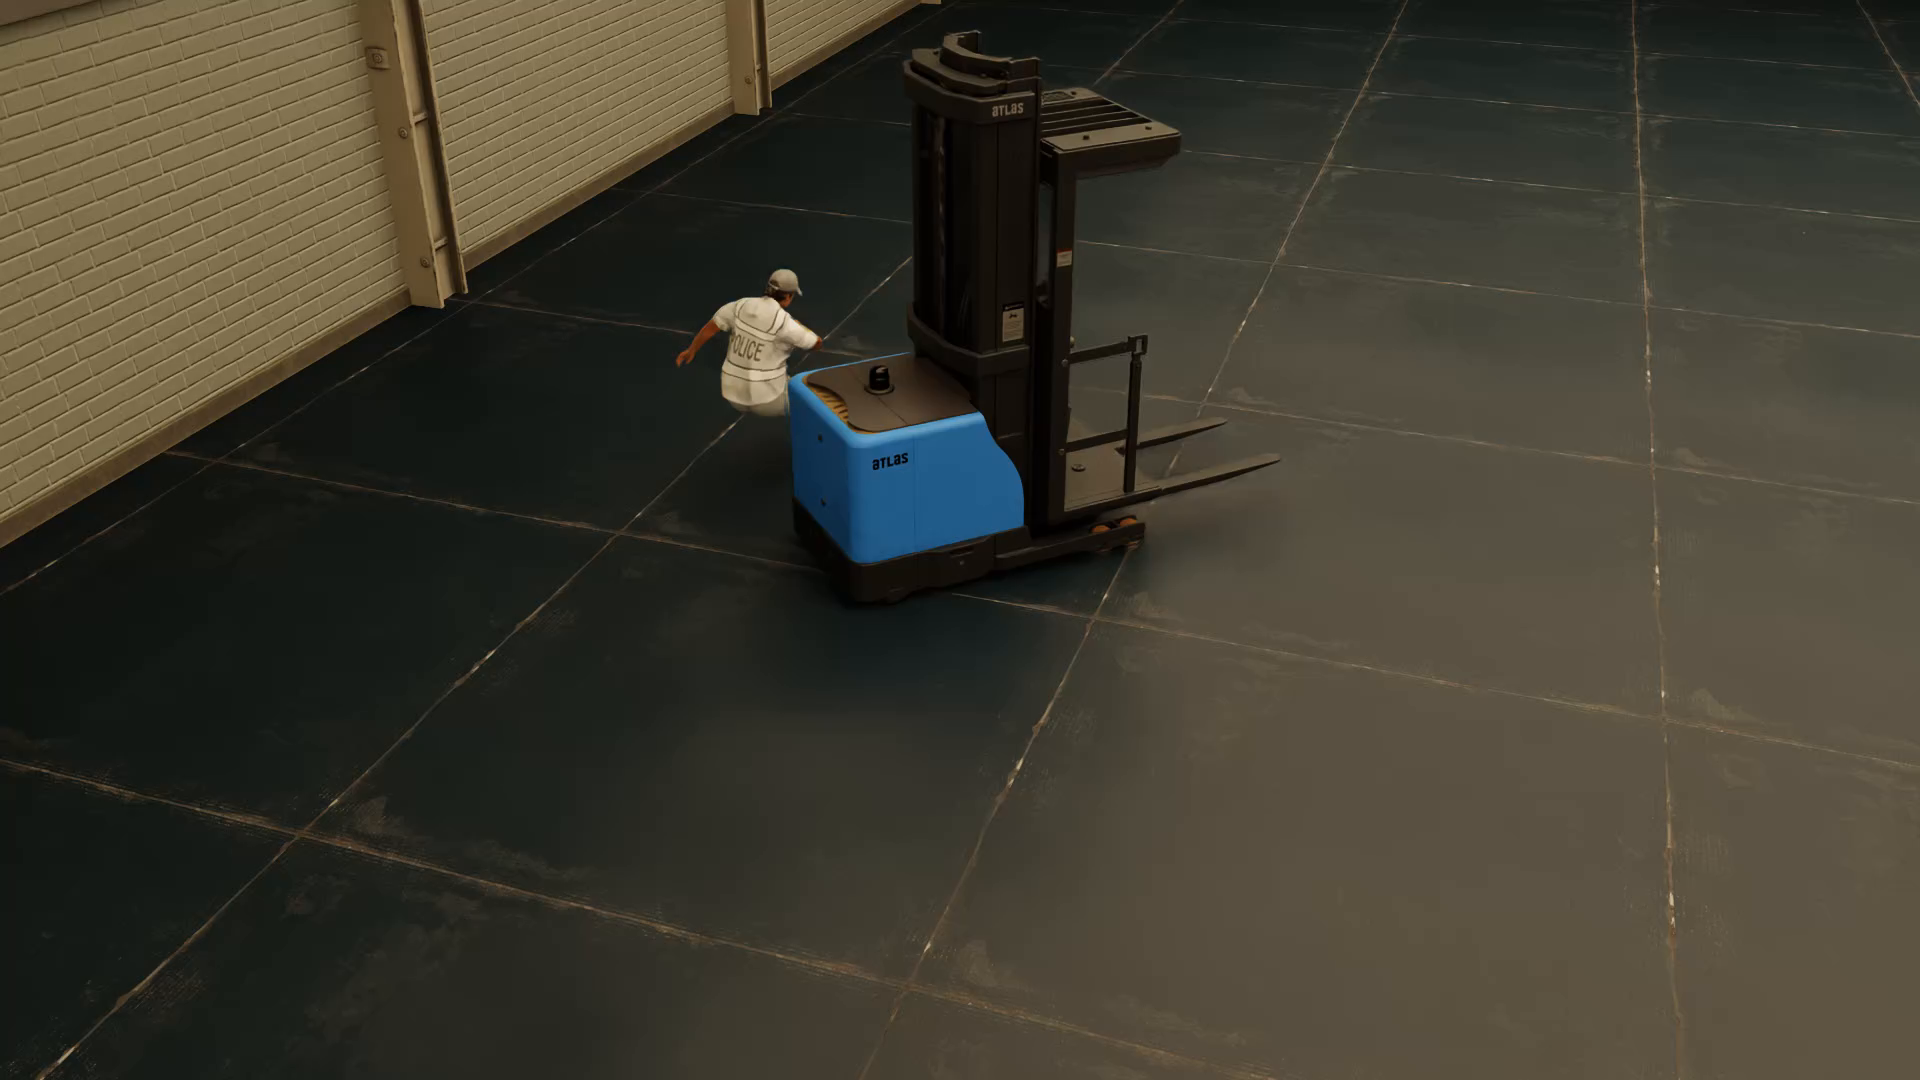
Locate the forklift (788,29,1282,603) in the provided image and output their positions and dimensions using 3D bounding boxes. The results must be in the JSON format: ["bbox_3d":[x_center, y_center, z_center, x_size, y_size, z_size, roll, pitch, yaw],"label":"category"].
[{"bbox_3d":[0.544,-1.411,9.612,3.031,2.935,1.130,-14,33,-23],"label":"forklift"}]

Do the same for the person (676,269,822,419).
[{"bbox_3d":[-1.183,-1.113,10.742,0.960,1.420,0.925,21,36,32],"label":"person"}]
